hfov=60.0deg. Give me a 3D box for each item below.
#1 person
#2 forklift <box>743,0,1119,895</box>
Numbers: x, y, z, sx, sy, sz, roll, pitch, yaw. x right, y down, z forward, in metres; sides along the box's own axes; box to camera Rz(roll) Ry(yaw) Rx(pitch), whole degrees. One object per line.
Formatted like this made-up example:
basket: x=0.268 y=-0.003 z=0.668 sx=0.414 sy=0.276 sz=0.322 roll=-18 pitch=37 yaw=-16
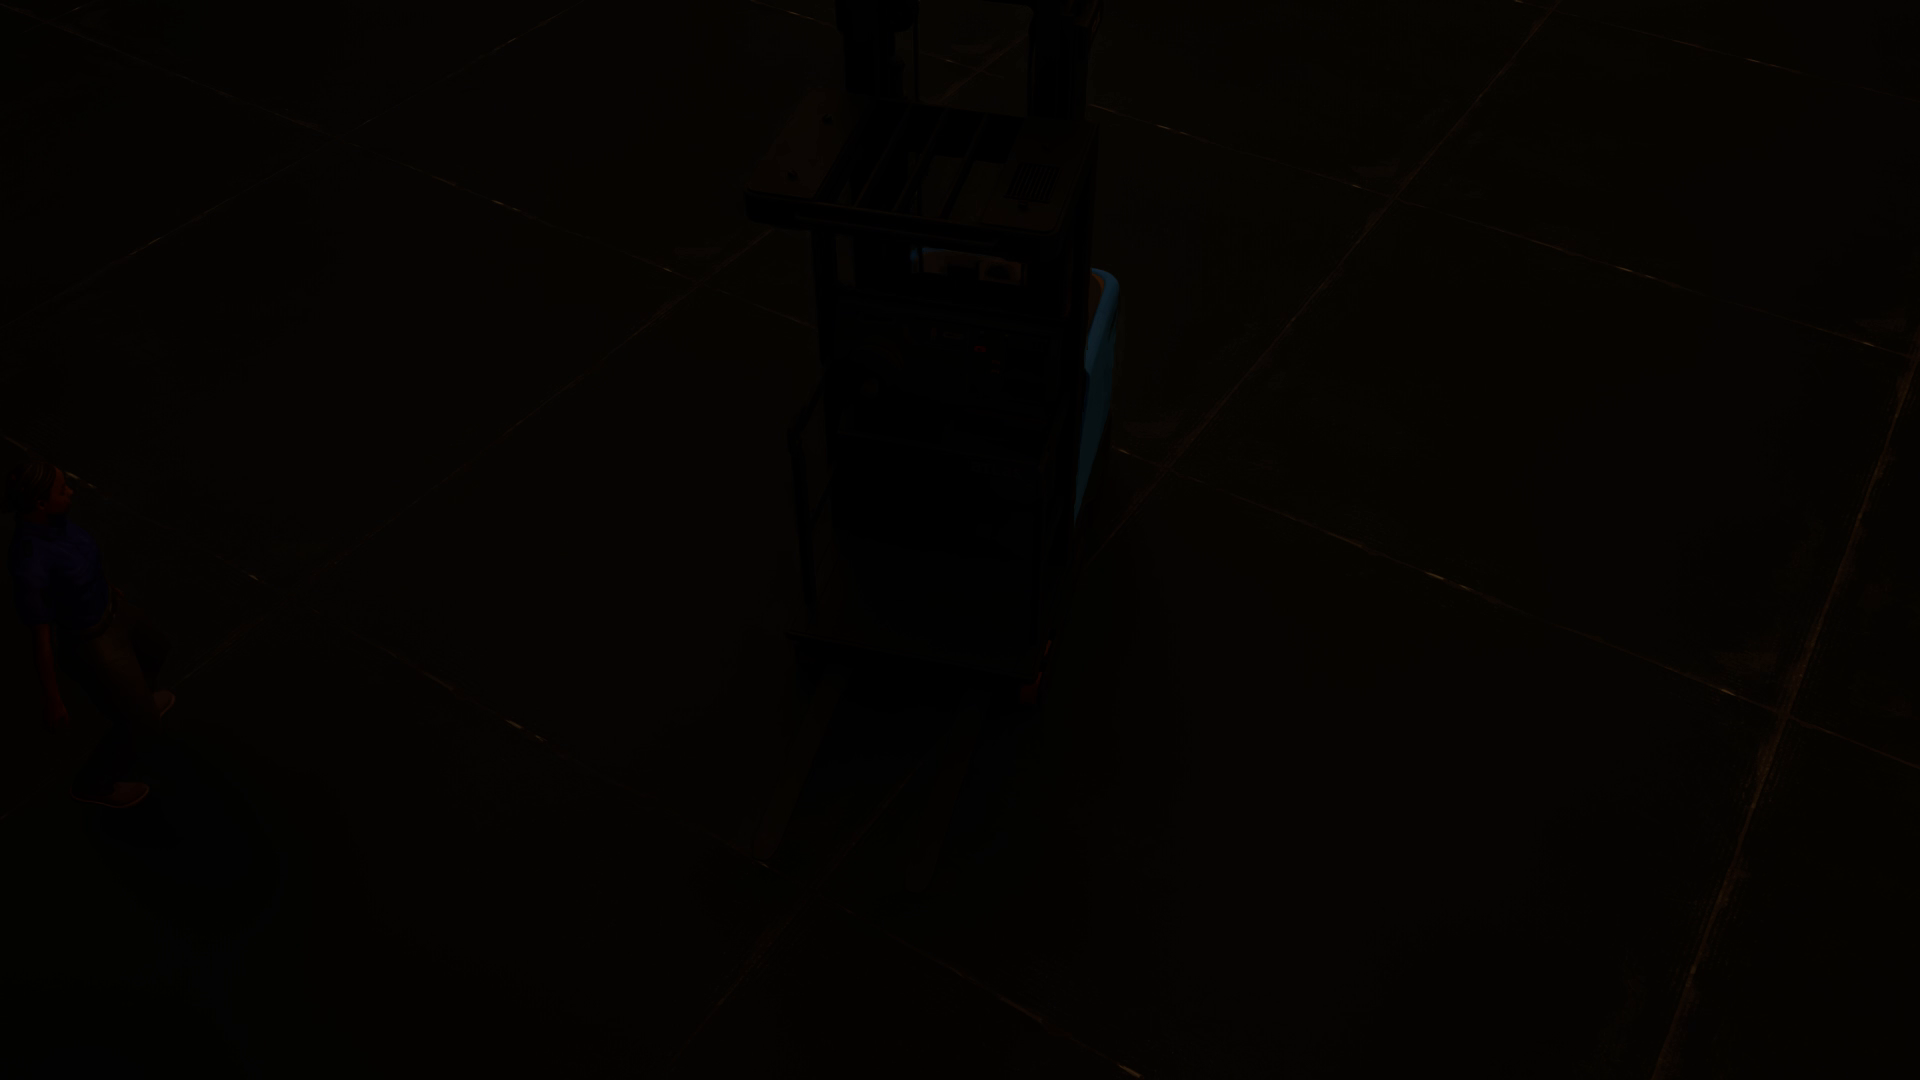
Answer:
person: x=-3.427 y=0.388 z=6.431 sx=0.461 sy=1.582 sz=0.814 roll=-9 pitch=44 yaw=-10
forklift: x=-0.102 y=-0.636 z=6.520 sx=1.130 sy=2.935 sz=3.031 roll=10 pitch=44 yaw=10
